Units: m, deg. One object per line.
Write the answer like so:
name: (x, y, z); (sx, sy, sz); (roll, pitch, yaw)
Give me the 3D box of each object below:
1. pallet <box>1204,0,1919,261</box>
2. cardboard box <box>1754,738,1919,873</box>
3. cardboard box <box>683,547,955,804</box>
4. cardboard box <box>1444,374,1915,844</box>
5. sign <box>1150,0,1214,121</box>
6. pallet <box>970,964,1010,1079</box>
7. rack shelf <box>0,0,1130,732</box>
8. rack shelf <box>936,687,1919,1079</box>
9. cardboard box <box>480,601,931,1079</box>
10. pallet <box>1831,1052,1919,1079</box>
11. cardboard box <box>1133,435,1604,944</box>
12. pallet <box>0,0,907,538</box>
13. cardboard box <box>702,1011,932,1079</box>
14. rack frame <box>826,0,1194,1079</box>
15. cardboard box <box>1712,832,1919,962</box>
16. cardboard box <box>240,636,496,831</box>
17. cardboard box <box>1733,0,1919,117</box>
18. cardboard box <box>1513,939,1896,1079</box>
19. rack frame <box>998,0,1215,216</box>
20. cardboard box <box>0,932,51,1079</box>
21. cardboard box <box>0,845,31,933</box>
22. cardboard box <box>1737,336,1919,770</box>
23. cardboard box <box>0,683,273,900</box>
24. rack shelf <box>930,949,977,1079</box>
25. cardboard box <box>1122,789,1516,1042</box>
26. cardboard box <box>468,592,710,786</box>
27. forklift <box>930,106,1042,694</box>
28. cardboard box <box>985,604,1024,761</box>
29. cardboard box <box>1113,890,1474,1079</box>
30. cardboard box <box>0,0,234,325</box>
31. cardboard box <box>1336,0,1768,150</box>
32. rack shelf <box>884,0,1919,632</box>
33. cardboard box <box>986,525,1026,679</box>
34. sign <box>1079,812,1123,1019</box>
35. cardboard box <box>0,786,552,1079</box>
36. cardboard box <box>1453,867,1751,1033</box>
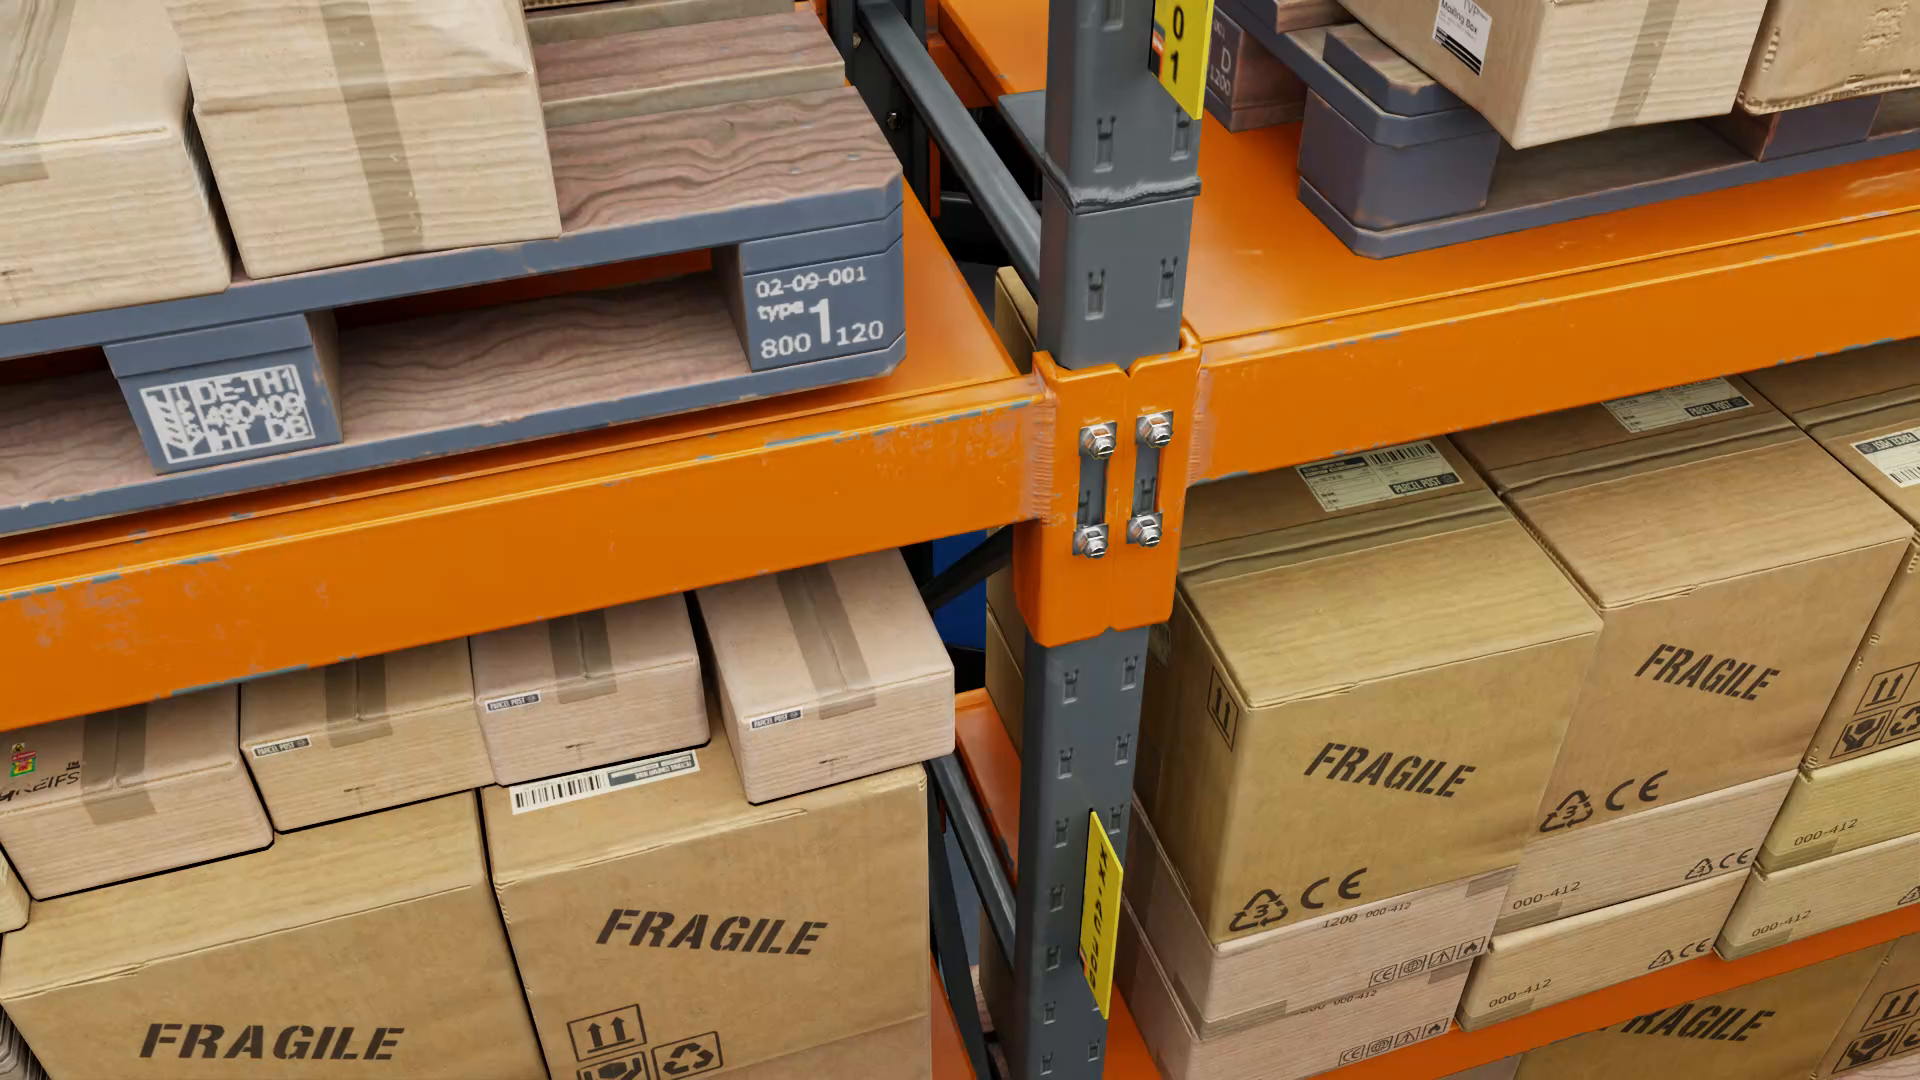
pallet: (0.875, -0.765, 2.211); (1.217, 0.209, 0.805); (-13, 43, -15)
cardboard box: (1.498, 0.259, 2.907); (0.500, 0.250, 0.500); (-11, 42, -13)
cardboard box: (-0.183, 0.107, 2.019); (0.250, 0.149, 0.380); (-13, 43, -14)
cardboard box: (0.998, 0.066, 2.558); (0.500, 0.500, 0.500); (-12, 43, -13)
sign: (0.183, -0.501, 1.311); (0.005, 0.325, 0.100); (-12, 42, -13)
pallet: (0.728, 1.355, 4.038); (1.213, 0.211, 1.003); (-12, 42, -13)
rack shelf: (-1.892, 0.042, 1.690); (4.000, 0.370, 1.077); (-12, 42, -13)
rack shelf: (1.923, 0.381, 3.581); (4.000, 0.370, 1.077); (-12, 42, -13)
cardboard box: (-0.352, 0.357, 2.225); (0.500, 0.500, 0.500); (-12, 43, -13)
pallet: (1.894, 1.112, 4.317); (1.213, 0.211, 1.003); (-12, 42, -13)
cardboard box: (0.521, 0.184, 2.423); (0.500, 0.500, 0.500); (-11, 42, -13)
pallet: (-0.768, -0.436, 1.757); (1.213, 0.211, 1.003); (-12, 42, -13)
cardboard box: (-0.350, 0.719, 2.571); (0.500, 0.500, 0.500); (-11, 42, -13)
rack frame: (0.015, 0.505, 2.892); (0.127, 3.000, 1.000); (-12, 42, -13)
cardboard box: (1.501, 0.446, 3.074); (0.500, 0.250, 0.500); (-12, 43, -13)
cardboard box: (-0.708, 0.134, 1.988); (0.250, 0.149, 0.380); (-12, 42, -13)
cardboard box: (0.943, -0.813, 1.725); (0.500, 0.500, 0.500); (-12, 43, -14)
cardboard box: (1.442, 0.791, 3.861); (0.875, 0.875, 0.875); (-11, 42, -12)
rack frame: (0.015, -1.754, 0.918); (0.127, 3.000, 1.000); (-12, 42, -13)
cardboard box: (-1.321, 0.559, 1.994); (0.500, 0.500, 0.500); (-11, 42, -12)
cardboard box: (-1.172, 0.268, 1.835); (0.250, 0.149, 0.380); (-12, 43, -13)
cardboard box: (1.477, -0.031, 2.670); (0.500, 0.500, 0.500); (-13, 43, -14)
cardboard box: (-0.944, 0.196, 1.917); (0.250, 0.149, 0.380); (-12, 43, -13)
rack shelf: (-1.892, 1.171, 2.676); (4.000, 0.370, 1.077); (-12, 42, -13)
cardboard box: (0.520, 0.463, 2.674); (0.500, 0.250, 0.500); (-13, 43, -14)
cardboard box: (-0.467, 0.091, 2.037); (0.250, 0.149, 0.380); (-11, 42, -12)
forklift: (0.145, -1.548, 5.294); (1.130, 2.935, 3.031); (8, 42, 9)
cardboard box: (0.367, 0.315, 3.224); (0.500, 0.250, 0.500); (-13, 43, -14)
cardboard box: (0.514, 0.640, 2.851); (0.500, 0.250, 0.500); (-13, 43, -14)
cardboard box: (-0.750, -0.347, 1.383); (0.250, 0.149, 0.380); (-11, 42, -12)
cardboard box: (0.598, -0.611, 1.673); (0.258, 0.266, 0.396); (-12, 43, -13)
rack shelf: (1.923, -0.749, 2.594); (4.000, 0.370, 1.077); (-12, 42, -13)
cardboard box: (0.363, 0.133, 3.051); (0.500, 0.250, 0.500); (-12, 42, -13)
sign: (0.183, 0.497, 2.183); (0.005, 0.325, 0.100); (-12, 42, -13)
cardboard box: (-0.838, 0.452, 2.116); (0.500, 0.500, 0.500); (-12, 43, -14)
cardboard box: (1.007, 0.537, 2.970); (0.500, 0.250, 0.500); (-13, 43, -14)
